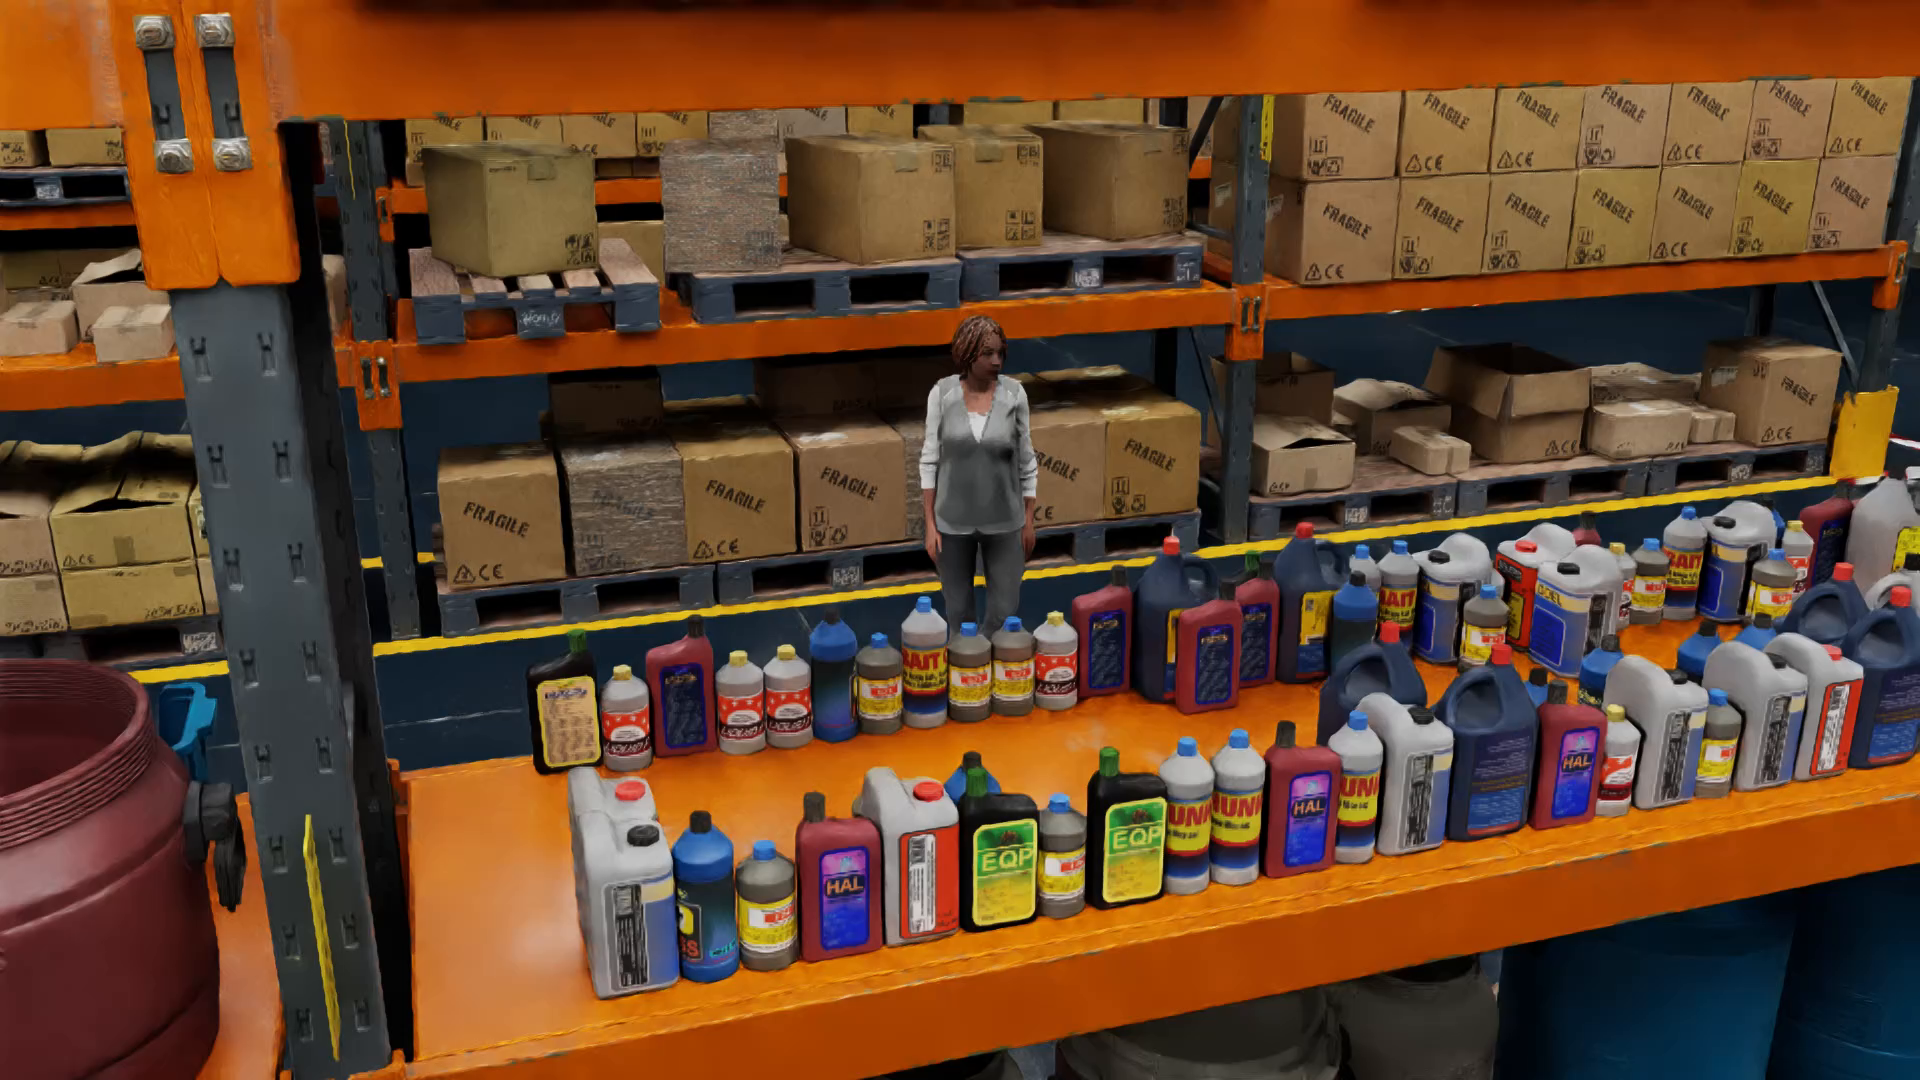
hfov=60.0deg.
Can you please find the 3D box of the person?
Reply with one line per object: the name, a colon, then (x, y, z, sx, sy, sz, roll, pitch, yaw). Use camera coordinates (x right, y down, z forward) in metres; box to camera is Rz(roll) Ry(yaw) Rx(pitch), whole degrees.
person: (0.068, -0.048, 6.160, 0.434, 1.600, 0.361, 1, 20, 4)
